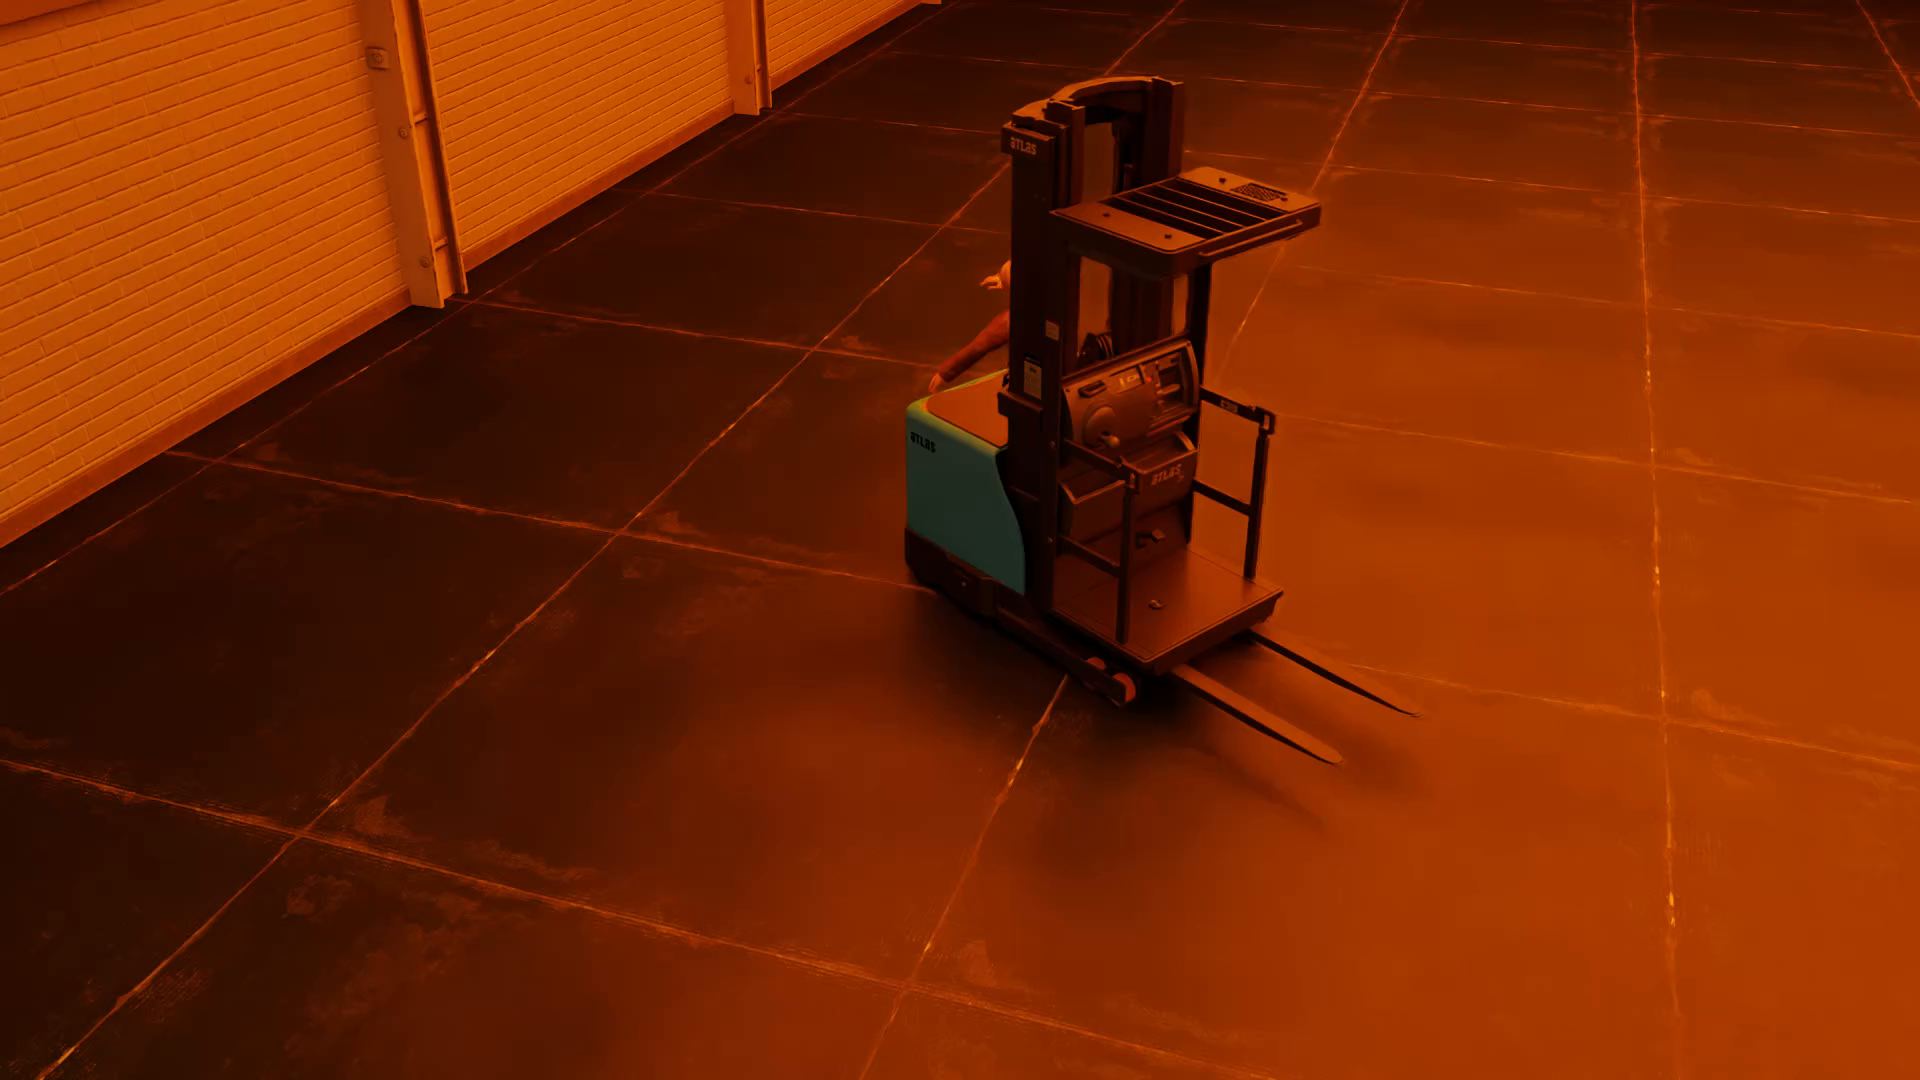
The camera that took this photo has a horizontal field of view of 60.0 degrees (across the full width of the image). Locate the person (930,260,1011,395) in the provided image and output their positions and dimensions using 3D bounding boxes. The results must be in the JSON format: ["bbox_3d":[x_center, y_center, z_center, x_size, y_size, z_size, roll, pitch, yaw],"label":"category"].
[{"bbox_3d":[0.317,-1.100,10.564,0.862,1.511,1.042,7,30,12],"label":"person"}]

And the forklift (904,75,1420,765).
[{"bbox_3d":[1.022,-0.702,8.368,1.130,2.935,3.031,-23,37,-35],"label":"forklift"}]
